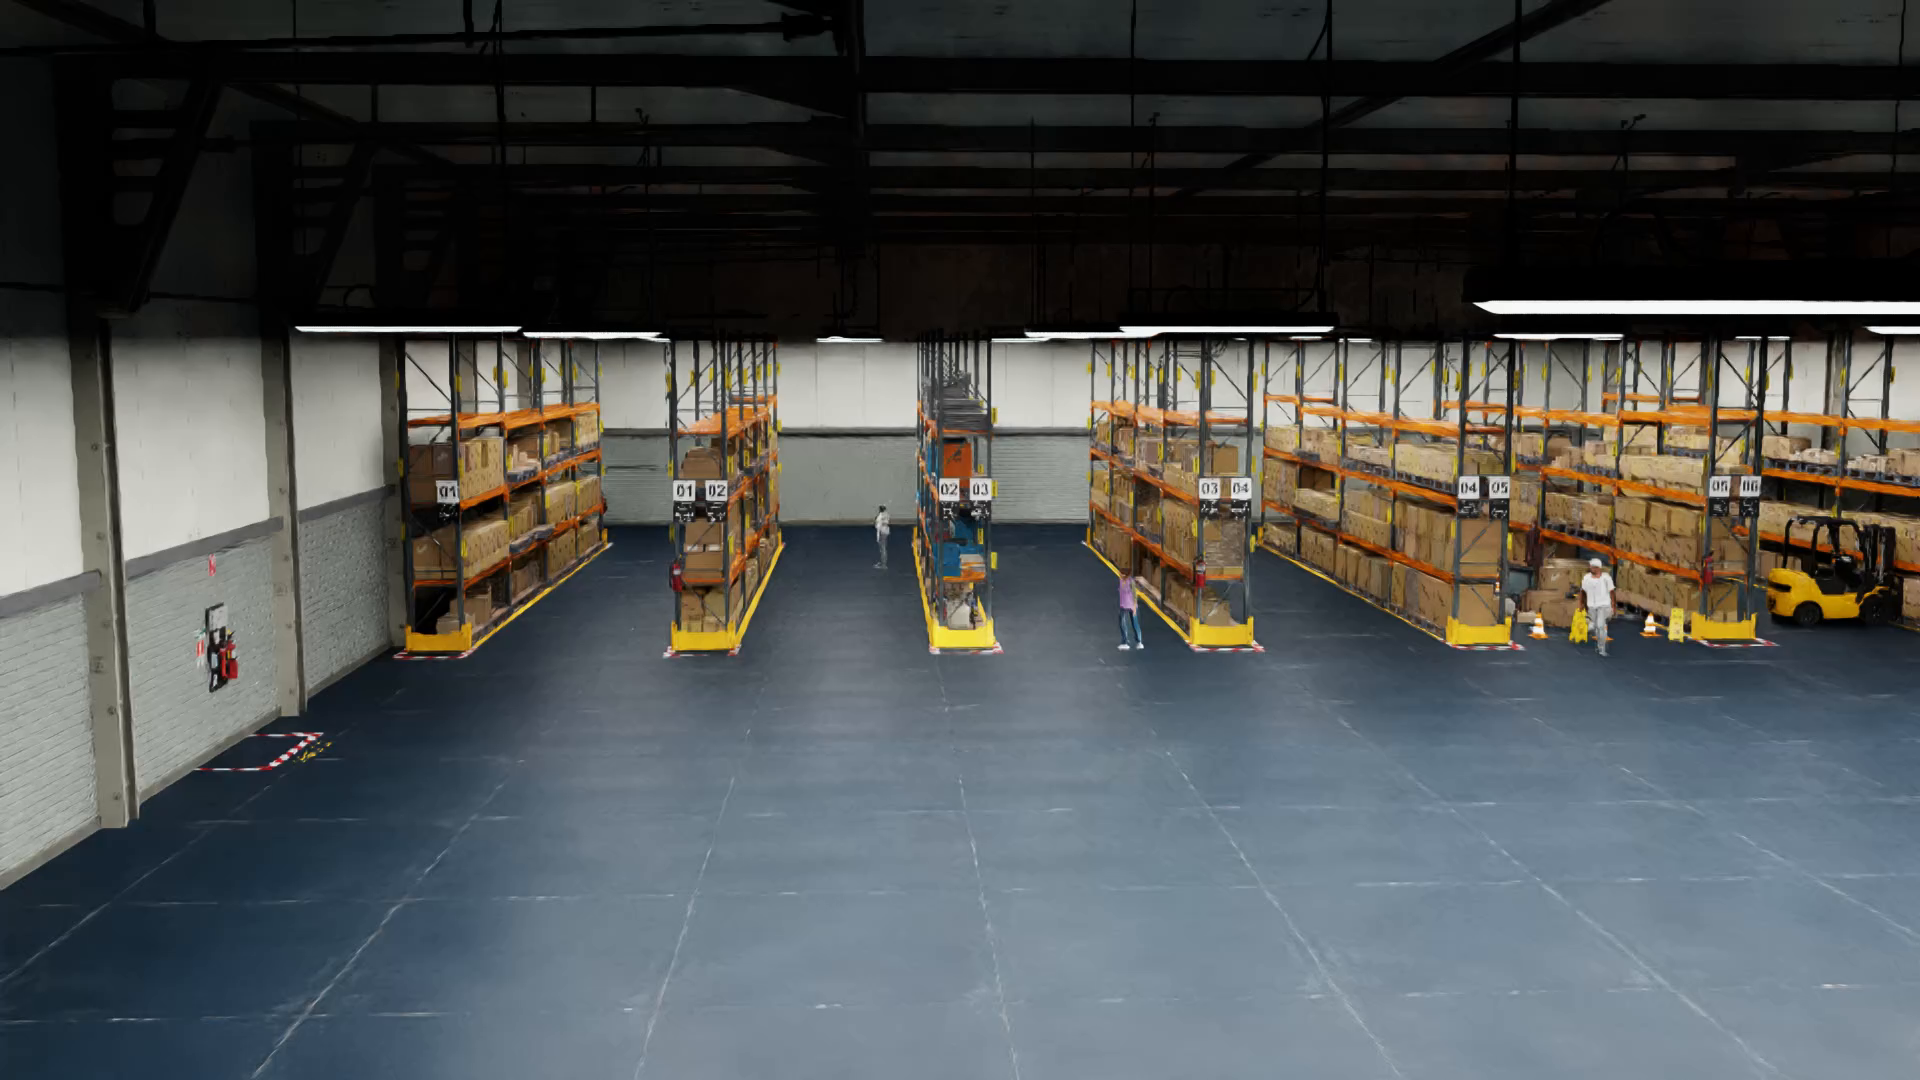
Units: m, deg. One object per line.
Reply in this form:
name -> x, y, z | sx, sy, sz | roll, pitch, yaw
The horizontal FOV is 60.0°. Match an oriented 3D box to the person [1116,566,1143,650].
person -> 3.215, 1.250, 31.286 | 0.493, 1.562, 0.457 | -6, 9, -43

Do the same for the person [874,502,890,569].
person -> -2.020, -0.117, 42.446 | 0.455, 1.677, 0.525 | 3, 8, 27

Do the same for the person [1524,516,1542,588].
person -> 13.088, 0.335, 38.114 | 0.644, 1.773, 0.673 | 3, 7, 22

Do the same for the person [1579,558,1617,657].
person -> 11.859, 1.223, 30.881 | 0.529, 1.785, 0.646 | -6, 9, -41
